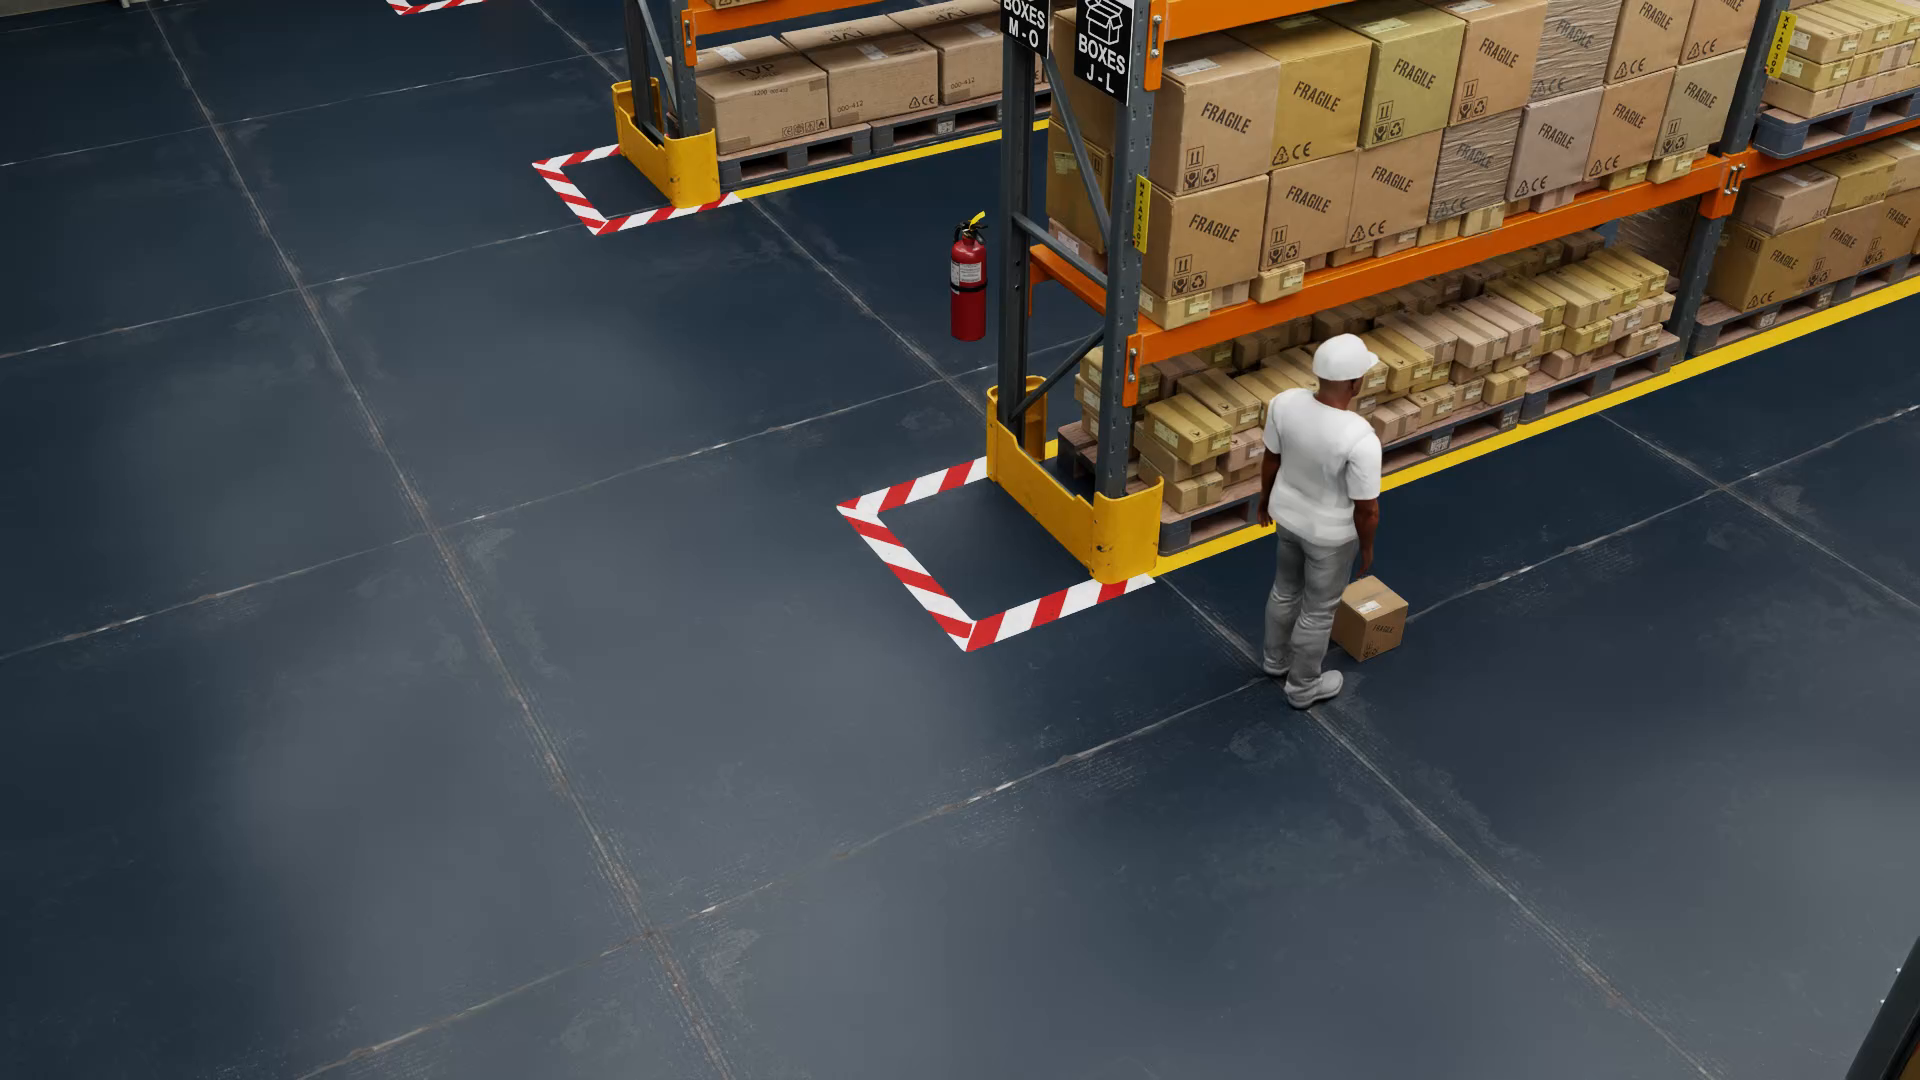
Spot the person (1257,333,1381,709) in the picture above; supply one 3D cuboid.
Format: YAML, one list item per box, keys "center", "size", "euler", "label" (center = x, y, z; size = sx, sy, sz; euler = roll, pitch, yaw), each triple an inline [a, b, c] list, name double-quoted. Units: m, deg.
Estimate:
- center: [1.521, -0.074, 7.012]
  size: [0.403, 1.806, 0.596]
  euler: [-25, 43, -29]
  label: "person"
